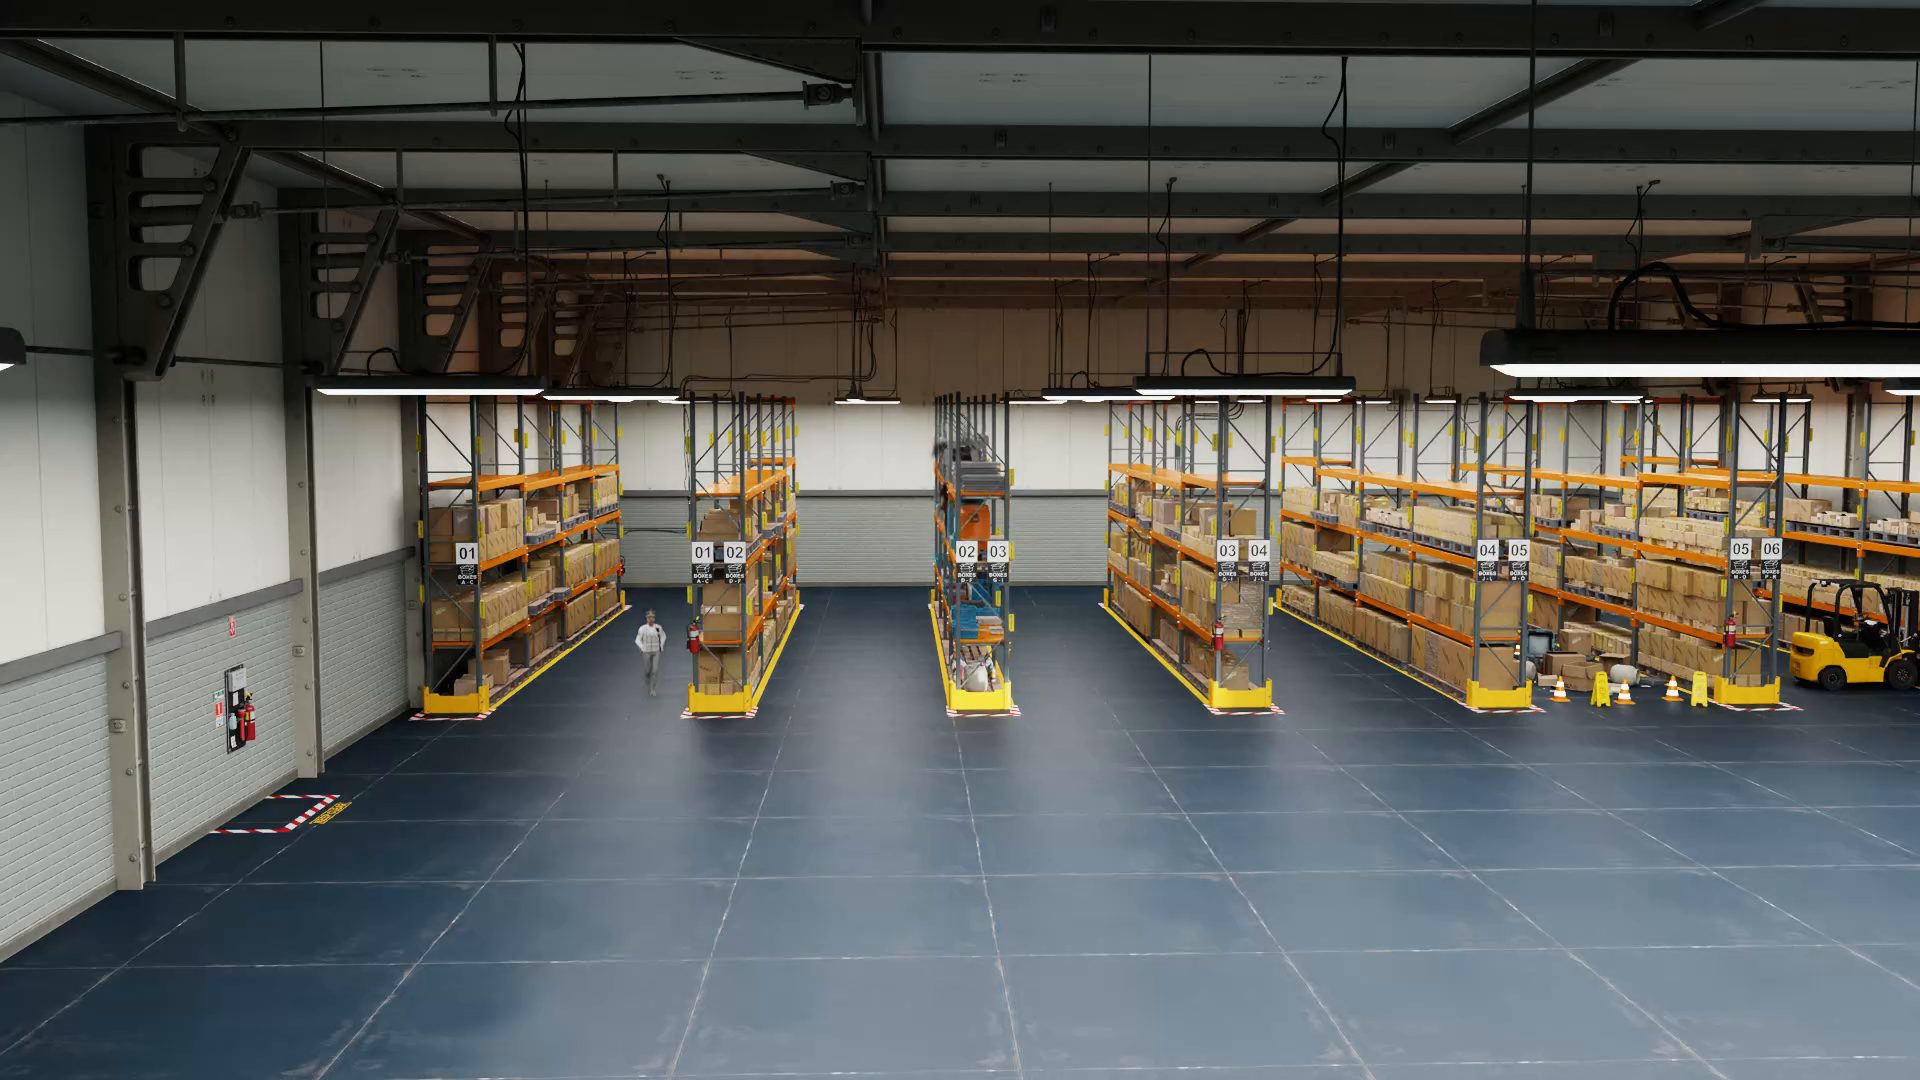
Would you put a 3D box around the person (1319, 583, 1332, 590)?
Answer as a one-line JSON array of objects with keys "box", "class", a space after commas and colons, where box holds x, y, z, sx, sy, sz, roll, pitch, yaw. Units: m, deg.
[{"box": [10.654, 0.975, 48.575, 0.737, 1.746, 0.560, -3, 6, -35], "class": "person"}]

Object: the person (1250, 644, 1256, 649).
[{"box": [7.021, 1.736, 39.566, 0.570, 1.705, 0.796, -1, 5, -12], "class": "person"}]

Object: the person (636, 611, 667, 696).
[{"box": [-6.170, 2.240, 33.267, 0.617, 1.682, 0.747, -1, 5, -16], "class": "person"}]
